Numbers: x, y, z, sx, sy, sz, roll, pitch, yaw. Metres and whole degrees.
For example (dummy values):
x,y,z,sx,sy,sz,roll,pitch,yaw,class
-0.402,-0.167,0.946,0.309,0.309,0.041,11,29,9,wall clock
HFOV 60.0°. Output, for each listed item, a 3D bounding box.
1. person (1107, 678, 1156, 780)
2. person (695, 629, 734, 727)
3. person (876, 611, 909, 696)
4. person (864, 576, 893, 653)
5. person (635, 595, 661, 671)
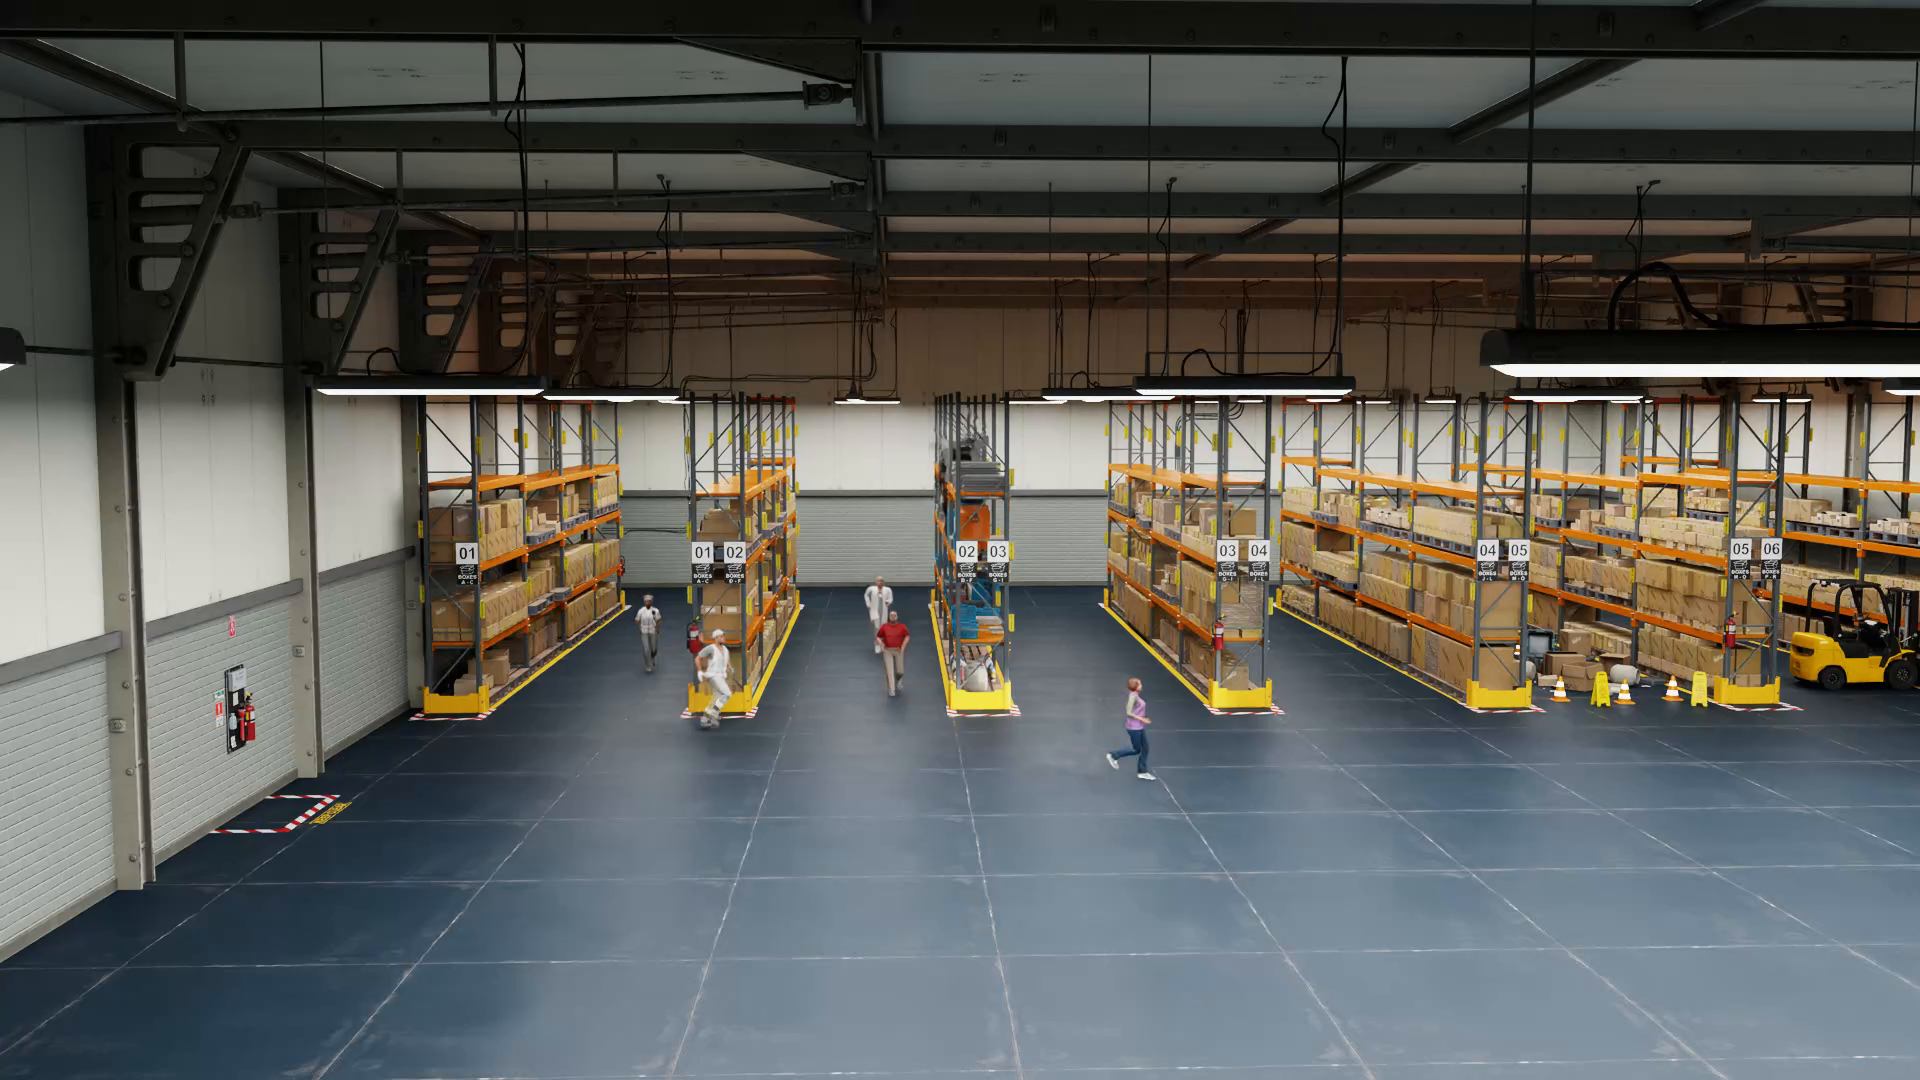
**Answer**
x,y,z,sx,sy,sz,roll,pitch,yaw,class
2.648,2.895,25.593,0.756,1.582,0.539,1,5,16,person
-4.297,2.464,29.663,0.649,1.715,0.696,3,5,29,person
-1.327,2.241,32.998,0.661,1.673,0.605,0,5,-4,person
-1.887,1.740,38.919,0.613,1.814,0.909,-1,5,-17,person
-6.772,2.005,36.116,0.573,1.649,0.566,-1,5,-13,person
